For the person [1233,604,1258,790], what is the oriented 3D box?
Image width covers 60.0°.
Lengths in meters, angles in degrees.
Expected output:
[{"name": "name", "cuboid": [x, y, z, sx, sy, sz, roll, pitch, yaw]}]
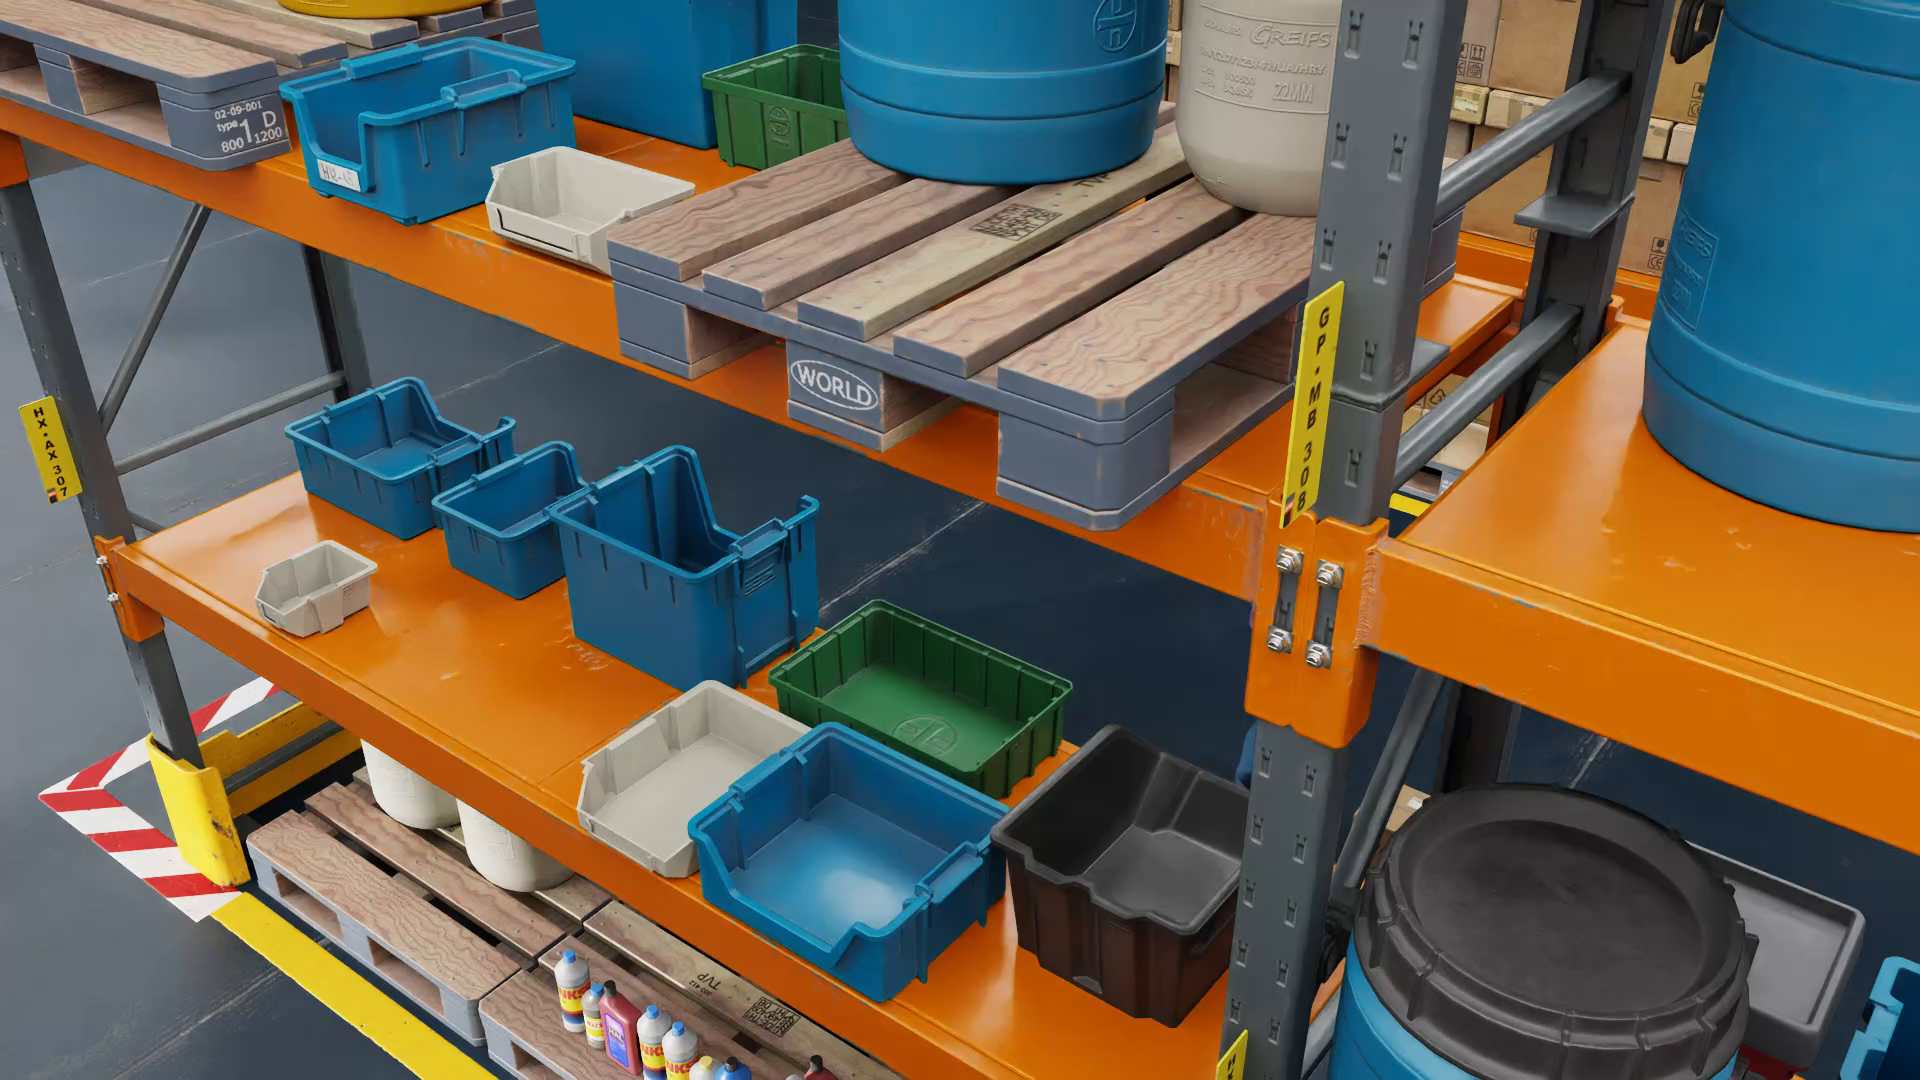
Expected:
[{"name": "person", "cuboid": [1.150, 0.308, 5.650, 0.313, 1.613, 0.409, 22, 38, 32]}]
